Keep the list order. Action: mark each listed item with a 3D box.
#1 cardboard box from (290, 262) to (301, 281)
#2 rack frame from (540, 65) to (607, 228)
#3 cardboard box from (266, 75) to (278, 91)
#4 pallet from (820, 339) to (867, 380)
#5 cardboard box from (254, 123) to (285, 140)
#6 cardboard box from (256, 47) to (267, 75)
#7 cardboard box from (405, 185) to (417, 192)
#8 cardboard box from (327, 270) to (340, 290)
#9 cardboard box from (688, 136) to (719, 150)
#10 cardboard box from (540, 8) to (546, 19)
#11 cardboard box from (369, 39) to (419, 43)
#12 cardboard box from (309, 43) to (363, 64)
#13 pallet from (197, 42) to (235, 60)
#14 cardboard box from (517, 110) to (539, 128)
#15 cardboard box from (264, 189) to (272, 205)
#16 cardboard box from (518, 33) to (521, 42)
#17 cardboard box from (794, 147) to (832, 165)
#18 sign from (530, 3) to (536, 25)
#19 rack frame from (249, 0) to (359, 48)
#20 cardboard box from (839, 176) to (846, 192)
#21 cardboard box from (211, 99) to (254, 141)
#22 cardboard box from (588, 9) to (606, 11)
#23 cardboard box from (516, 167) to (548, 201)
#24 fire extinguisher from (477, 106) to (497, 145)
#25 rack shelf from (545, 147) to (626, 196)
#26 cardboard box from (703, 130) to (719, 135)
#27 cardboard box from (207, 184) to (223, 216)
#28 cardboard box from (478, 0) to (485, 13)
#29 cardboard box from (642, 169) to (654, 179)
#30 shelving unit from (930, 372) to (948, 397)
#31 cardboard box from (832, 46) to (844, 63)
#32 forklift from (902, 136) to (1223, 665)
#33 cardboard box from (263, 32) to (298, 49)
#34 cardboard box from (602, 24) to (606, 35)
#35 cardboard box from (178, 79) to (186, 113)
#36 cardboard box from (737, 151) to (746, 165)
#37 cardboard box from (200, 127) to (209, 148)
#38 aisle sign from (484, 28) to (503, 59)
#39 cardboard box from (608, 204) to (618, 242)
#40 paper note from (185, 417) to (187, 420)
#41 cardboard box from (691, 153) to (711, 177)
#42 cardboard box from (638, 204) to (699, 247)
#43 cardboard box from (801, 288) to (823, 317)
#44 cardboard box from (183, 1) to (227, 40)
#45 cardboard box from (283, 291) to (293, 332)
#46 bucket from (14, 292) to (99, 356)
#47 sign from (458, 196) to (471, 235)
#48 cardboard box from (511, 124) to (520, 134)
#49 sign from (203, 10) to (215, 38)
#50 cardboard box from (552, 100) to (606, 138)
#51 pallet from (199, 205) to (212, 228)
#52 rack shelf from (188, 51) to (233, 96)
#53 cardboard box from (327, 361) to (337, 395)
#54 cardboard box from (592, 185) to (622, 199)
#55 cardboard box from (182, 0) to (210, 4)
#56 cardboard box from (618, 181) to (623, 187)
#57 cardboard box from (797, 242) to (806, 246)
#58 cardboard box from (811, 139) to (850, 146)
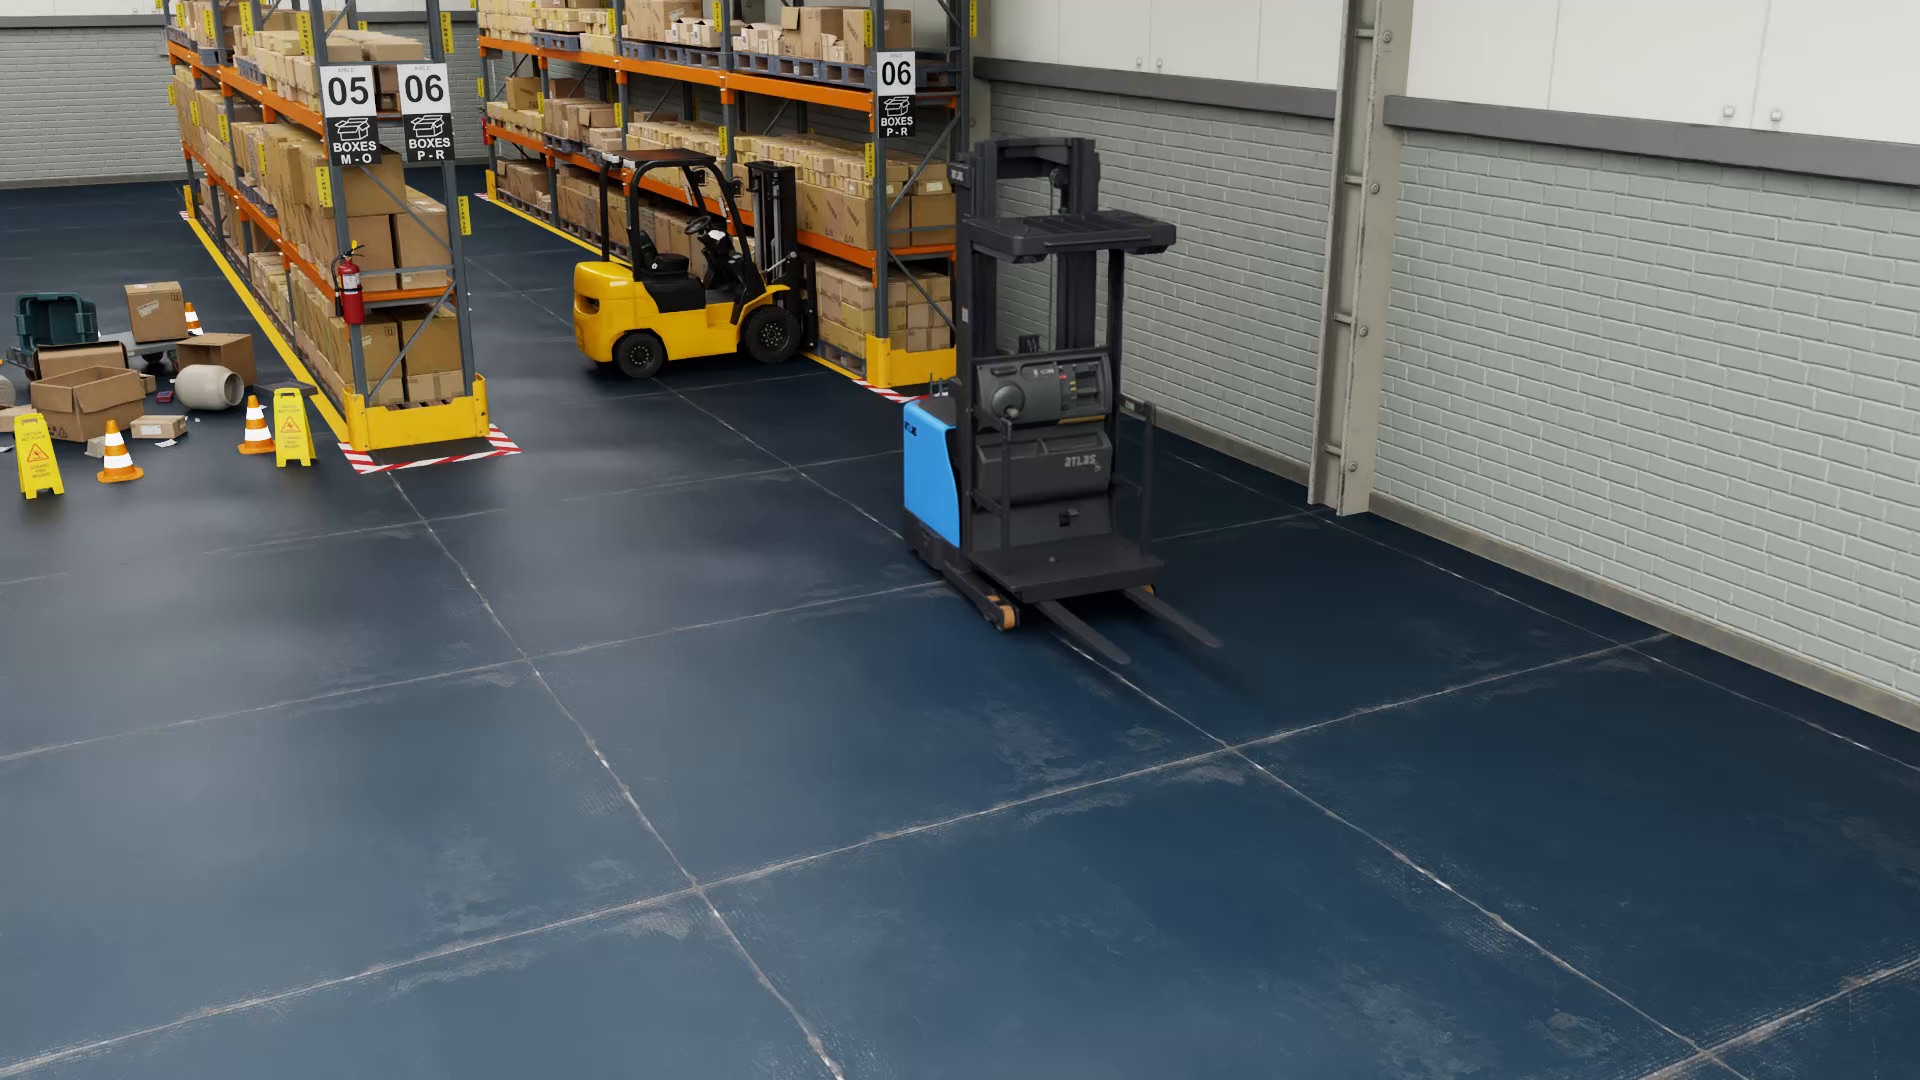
[{"bbox_3d":[-6.592,-2.743,16.910,0.380,0.149,0.250,-10,21,-26],"label":"cardboard box"},{"bbox_3d":[-6.073,-6.506,26.388,1.000,3.000,0.127,-10,21,-27],"label":"rack frame"},{"bbox_3d":[-6.636,-4.527,16.440,0.380,0.149,0.250,-10,21,-27],"label":"cardboard box"},{"bbox_3d":[-0.775,-1.956,17.477,1.003,0.211,1.213,-10,21,-27],"label":"pallet"},{"bbox_3d":[-7.548,-4.501,18.330,0.380,0.149,0.250,-11,22,-29],"label":"cardboard box"},{"bbox_3d":[-6.673,-4.759,16.499,0.500,0.250,0.500,-10,22,-28],"label":"cardboard box"},{"bbox_3d":[-5.463,-3.097,15.900,0.500,0.500,0.500,-10,22,-28],"label":"cardboard box"},{"bbox_3d":[-5.325,-2.303,14.591,0.380,0.149,0.250,-10,22,-27],"label":"cardboard box"},{"bbox_3d":[-3.151,-4.917,20.634,0.380,0.149,0.250,-11,22,-28],"label":"cardboard box"},{"bbox_3d":[-6.128,-7.973,25.171,0.380,0.149,0.250,-10,21,-26],"label":"cardboard box"},{"bbox_3d":[-4.982,-4.336,14.663,0.380,0.149,0.250,-10,21,-27],"label":"cardboard box"},{"bbox_3d":[-5.162,-4.019,13.744,0.380,0.149,0.250,-10,21,-26],"label":"cardboard box"},{"bbox_3d":[-9.426,-6.414,21.812,1.003,0.211,1.213,-9,21,-24],"label":"pallet"},{"bbox_3d":[-7.006,-6.971,27.509,0.500,0.250,0.500,-10,21,-27],"label":"cardboard box"},{"bbox_3d":[-7.392,-3.771,18.204,0.380,0.149,0.250,-10,22,-28],"label":"cardboard box"},{"bbox_3d":[-6.951,-8.165,26.981,0.380,0.149,0.250,-9,21,-25],"label":"cardboard box"},{"bbox_3d":[-1.568,-4.140,17.928,0.380,0.149,0.250,-10,21,-26],"label":"cardboard box"},{"bbox_3d":[-6.547,-8.082,25.565,0.100,0.325,0.005,-10,21,-27],"label":"sign"},{"bbox_3d":[-6.641,-6.276,16.523,1.000,3.000,0.127,-10,21,-27],"label":"rack frame"},{"bbox_3d":[-1.003,-3.624,16.888,0.380,0.149,0.250,-10,21,-26],"label":"cardboard box"},{"bbox_3d":[-9.497,-5.506,21.802,0.500,0.500,0.500,-10,21,-27],"label":"cardboard box"},{"bbox_3d":[-5.259,-7.745,24.511,0.380,0.149,0.250,-10,21,-26],"label":"cardboard box"},{"bbox_3d":[-7.231,-6.063,28.290,0.500,0.500,0.500,-10,21,-26],"label":"cardboard box"},{"bbox_3d":[-8.449,-7.412,29.704,0.296,0.674,0.183,-10,21,-27],"label":"fire extinguisher"},{"bbox_3d":[-5.123,-5.592,24.842,1.077,0.370,4.000,-10,21,-27],"label":"rack shelf"},{"bbox_3d":[-3.095,-5.212,21.490,0.380,0.149,0.250,-9,21,-25],"label":"cardboard box"},{"bbox_3d":[-11.496,-5.437,26.572,0.875,0.438,0.875,-9,21,-25],"label":"cardboard box"},{"bbox_3d":[-7.983,-9.212,28.639,0.500,0.250,0.500,-10,22,-27],"label":"cardboard box"},{"bbox_3d":[-3.944,-4.977,22.186,0.500,0.250,0.500,-10,22,-28],"label":"cardboard box"},{"bbox_3d":[-0.071,-0.625,12.104,0.258,1.200,0.189,-8,21,-22],"label":"shelving unit"},{"bbox_3d":[-1.036,-4.797,16.425,0.380,0.149,0.250,-11,22,-28],"label":"cardboard box"},{"bbox_3d":[0.631,-0.969,10.447,1.130,2.935,3.031,-8,21,-22],"label":"forklift"},{"bbox_3d":[-6.512,-4.828,16.088,0.380,0.149,0.250,-11,22,-28],"label":"cardboard box"},{"bbox_3d":[-4.762,-7.115,23.172,0.380,0.149,0.250,-9,21,-25],"label":"cardboard box"},{"bbox_3d":[-11.859,-6.929,25.927,0.500,0.500,0.500,-10,21,-27],"label":"cardboard box"},{"bbox_3d":[-2.354,-4.431,19.227,0.380,0.149,0.250,-10,22,-28],"label":"cardboard box"},{"bbox_3d":[-10.479,-5.732,23.607,0.500,0.250,0.500,-11,22,-28],"label":"cardboard box"},{"bbox_3d":[-8.263,-8.858,29.217,0.394,0.787,0.004,-10,21,-27],"label":"aisle sign"},{"bbox_3d":[-4.792,-4.608,24.076,0.500,0.500,0.500,-10,22,-27],"label":"cardboard box"},{"bbox_3d":[-7.213,-1.113,15.327,0.148,0.019,0.142,-3,19,-8],"label":"paper note"},{"bbox_3d":[-2.983,-4.623,20.394,0.500,0.250,0.500,-11,22,-28],"label":"cardboard box"},{"bbox_3d":[-3.890,-4.253,22.854,0.875,0.625,0.625,-9,21,-25],"label":"cardboard box"},{"bbox_3d":[-1.373,-2.578,17.810,0.500,0.250,0.500,-11,22,-28],"label":"cardboard box"},{"bbox_3d":[-10.276,-7.102,22.720,0.500,0.500,0.500,-10,22,-28],"label":"cardboard box"},{"bbox_3d":[-6.892,-2.546,18.297,0.950,0.372,0.625,-10,21,-26],"label":"cardboard box"},{"bbox_3d":[-8.856,-2.133,16.403,0.726,0.611,0.620,-3,9,-8],"label":"bucket"},{"bbox_3d":[-4.264,-2.785,14.276,0.100,0.325,0.005,-10,21,-27],"label":"sign"},{"bbox_3d":[-7.347,-6.949,28.056,0.380,0.149,0.250,-9,21,-25],"label":"cardboard box"},{"bbox_3d":[-9.033,-6.204,20.000,0.100,0.325,0.005,-10,21,-27],"label":"sign"},{"bbox_3d":[-5.794,-6.430,25.370,0.700,0.500,0.500,-10,21,-26],"label":"cardboard box"},{"bbox_3d":[-11.891,-5.349,27.309,1.003,0.211,1.213,-10,21,-27],"label":"pallet"},{"bbox_3d":[-9.490,-6.240,22.121,1.077,0.370,4.000,-10,21,-27],"label":"rack shelf"},{"bbox_3d":[-5.601,-1.531,15.540,0.500,0.250,0.500,-10,21,-26],"label":"cardboard box"},{"bbox_3d":[-5.236,-5.169,24.707,0.380,0.149,0.250,-11,22,-29],"label":"cardboard box"},{"bbox_3d":[-11.108,-7.831,24.674,0.797,0.503,0.637,-8,21,-22],"label":"cardboard box"},{"bbox_3d":[-4.992,-5.404,25.387,0.380,0.149,0.250,-10,21,-26],"label":"cardboard box"},{"bbox_3d":[-1.616,-3.327,19.212,0.500,0.250,0.500,-10,22,-27],"label":"cardboard box"},{"bbox_3d":[-1.463,-4.445,18.811,0.380,0.149,0.250,-10,22,-28],"label":"cardboard box"}]
